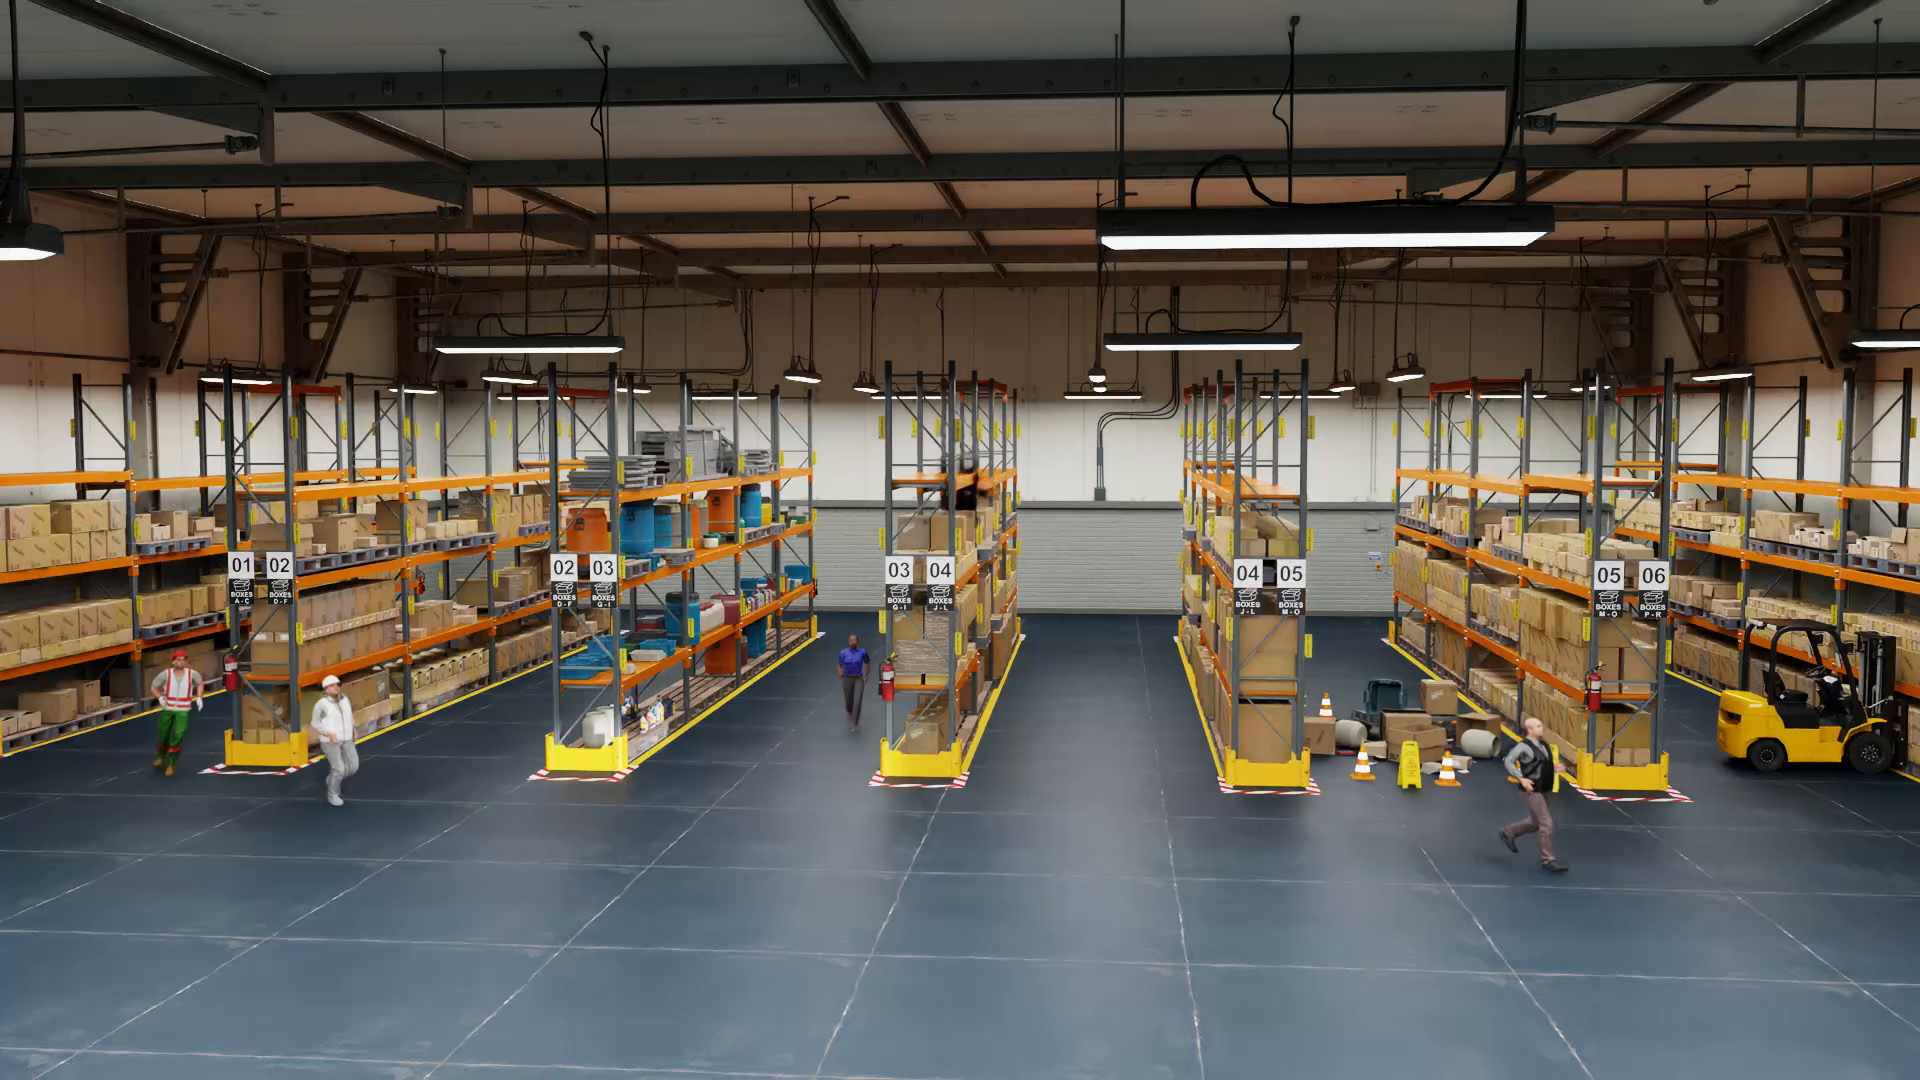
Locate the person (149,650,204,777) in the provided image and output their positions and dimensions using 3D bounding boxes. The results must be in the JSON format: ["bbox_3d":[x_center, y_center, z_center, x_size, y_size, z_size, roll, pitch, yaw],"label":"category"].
[{"bbox_3d":[-11.493,2.516,24.400,0.721,1.804,0.812,-2,4,-23],"label":"person"}]

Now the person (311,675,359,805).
[{"bbox_3d":[-8.357,2.675,22.307,0.523,1.736,0.668,3,5,34],"label":"person"}]

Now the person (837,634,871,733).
[{"bbox_3d":[-1.772,2.374,27.859,0.565,1.611,0.768,0,4,-3],"label":"person"}]

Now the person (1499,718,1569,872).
[{"bbox_3d":[6.579,2.886,19.073,0.666,1.699,0.930,-3,5,-43],"label":"person"}]
